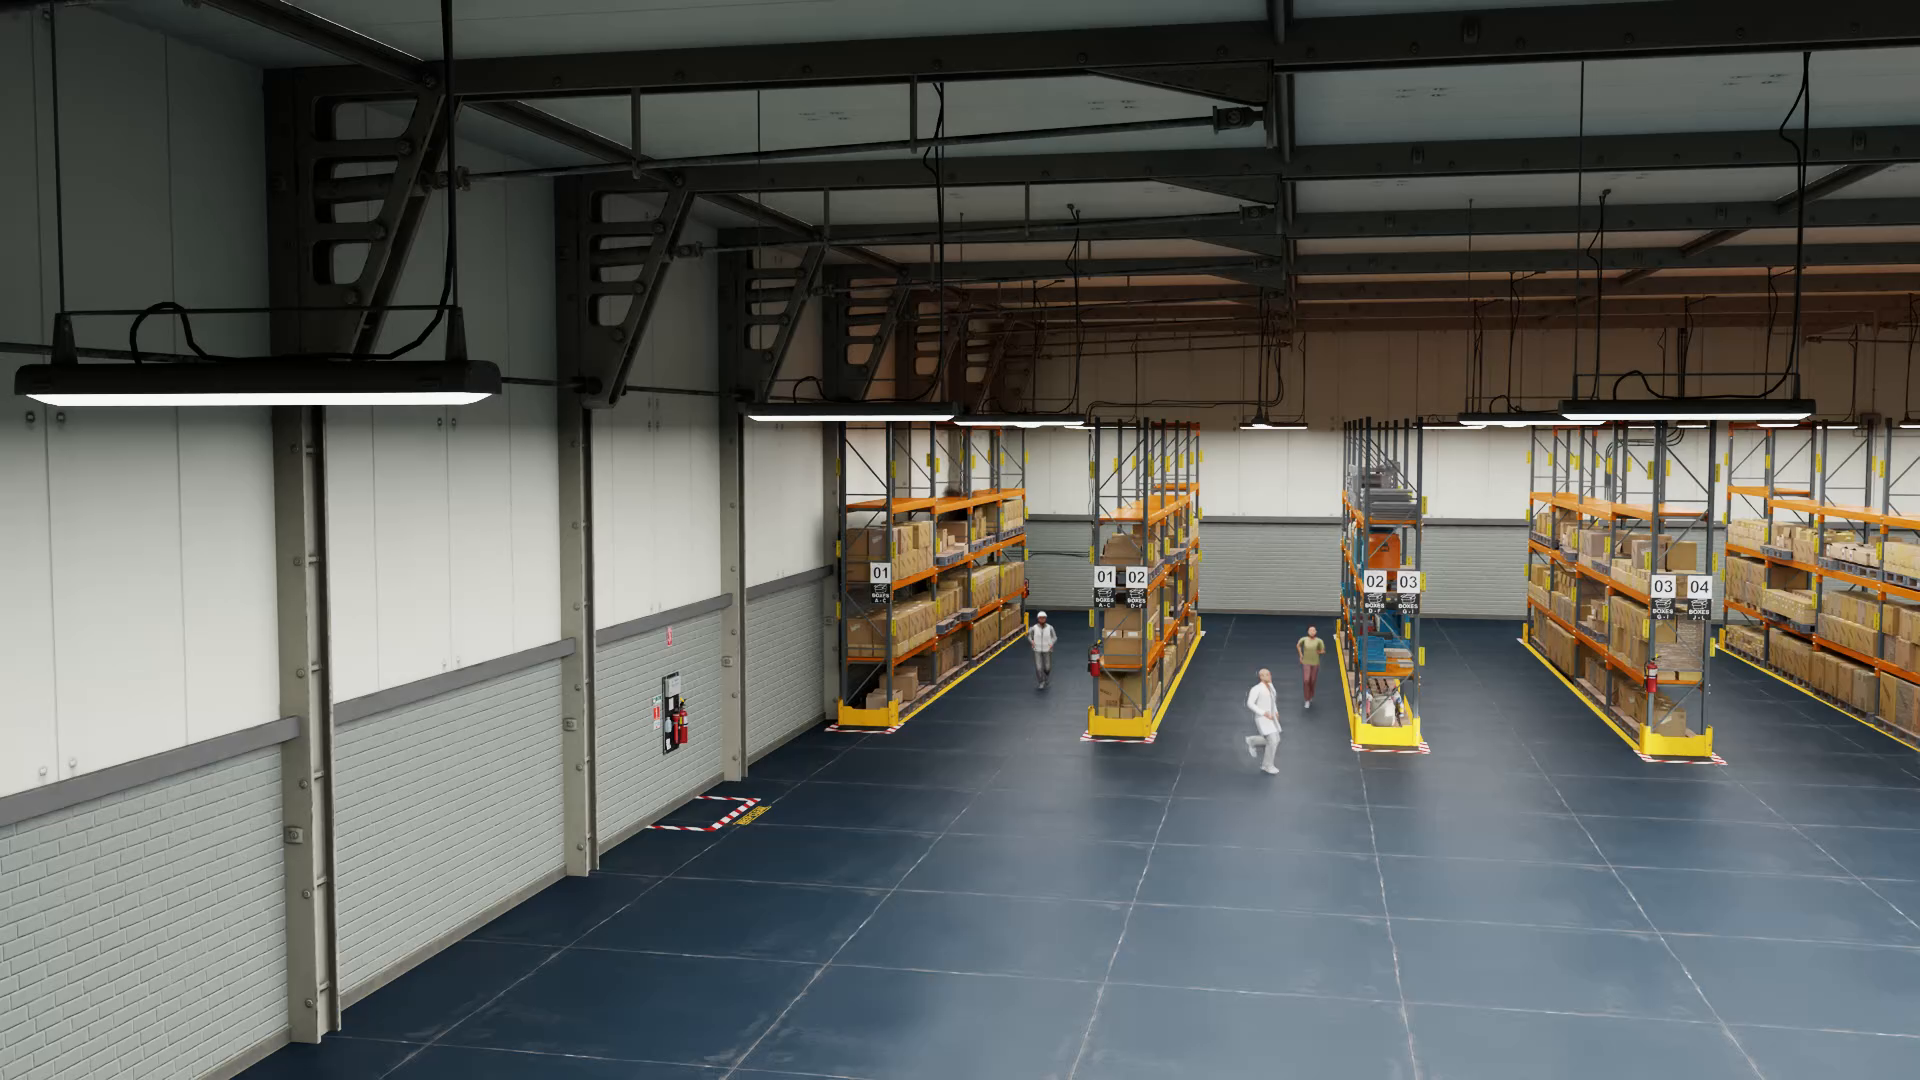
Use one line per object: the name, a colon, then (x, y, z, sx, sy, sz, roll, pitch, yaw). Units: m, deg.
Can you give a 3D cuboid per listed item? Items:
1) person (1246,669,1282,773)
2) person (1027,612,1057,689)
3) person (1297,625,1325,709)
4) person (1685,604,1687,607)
person: (5.117, 3.033, 28.139, 0.713, 1.716, 0.742, 3, 5, 40)
person: (1.826, 2.457, 37.035, 0.656, 1.722, 0.606, 0, 4, 2)
person: (7.348, 2.633, 34.783, 0.562, 1.729, 0.762, 0, 4, 6)
person: (19.094, 1.995, 44.532, 0.670, 1.636, 0.913, 3, 5, 41)
